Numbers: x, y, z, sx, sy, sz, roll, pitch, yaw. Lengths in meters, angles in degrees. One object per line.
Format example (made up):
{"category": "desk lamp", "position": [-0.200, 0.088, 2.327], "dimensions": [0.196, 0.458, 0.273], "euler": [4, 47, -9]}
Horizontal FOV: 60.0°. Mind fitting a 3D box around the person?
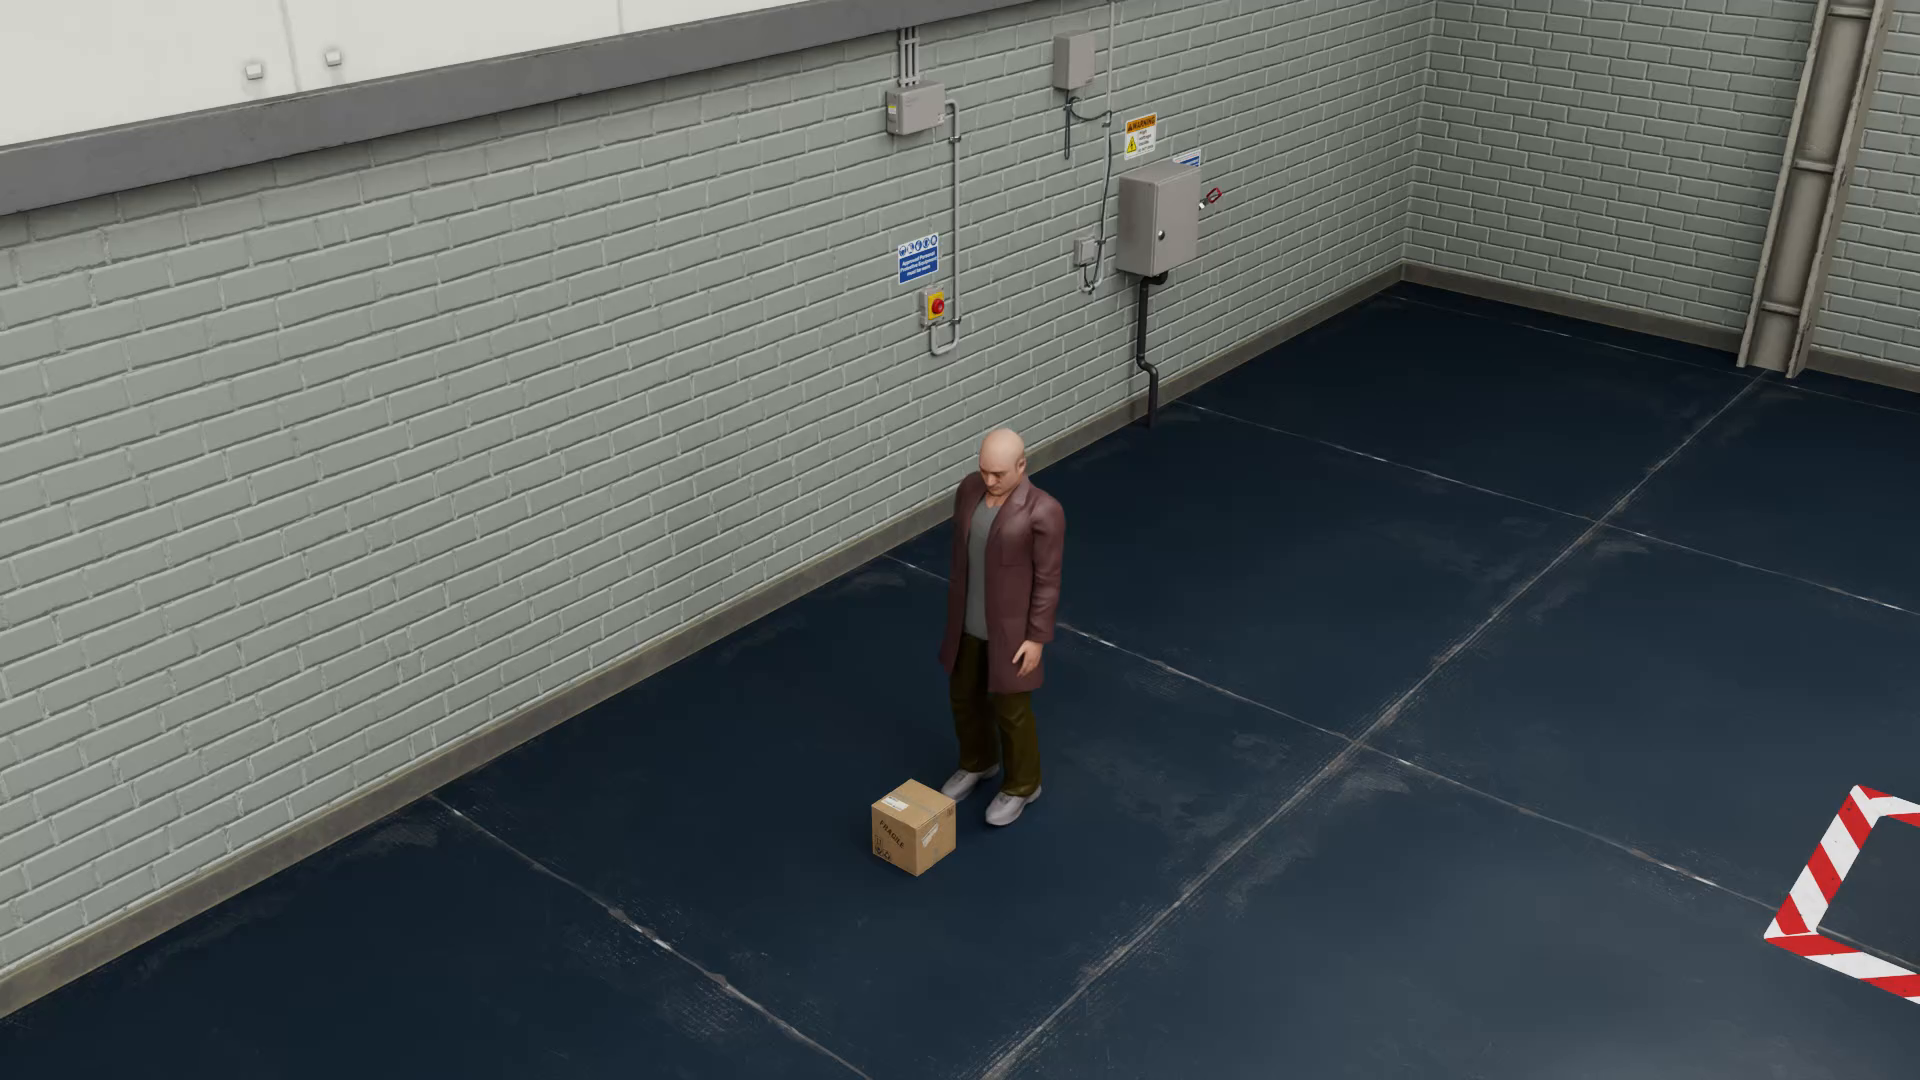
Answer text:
{"category": "person", "position": [0.158, 0.360, 6.944], "dimensions": [0.562, 1.776, 0.379], "euler": [21, 34, 36]}
